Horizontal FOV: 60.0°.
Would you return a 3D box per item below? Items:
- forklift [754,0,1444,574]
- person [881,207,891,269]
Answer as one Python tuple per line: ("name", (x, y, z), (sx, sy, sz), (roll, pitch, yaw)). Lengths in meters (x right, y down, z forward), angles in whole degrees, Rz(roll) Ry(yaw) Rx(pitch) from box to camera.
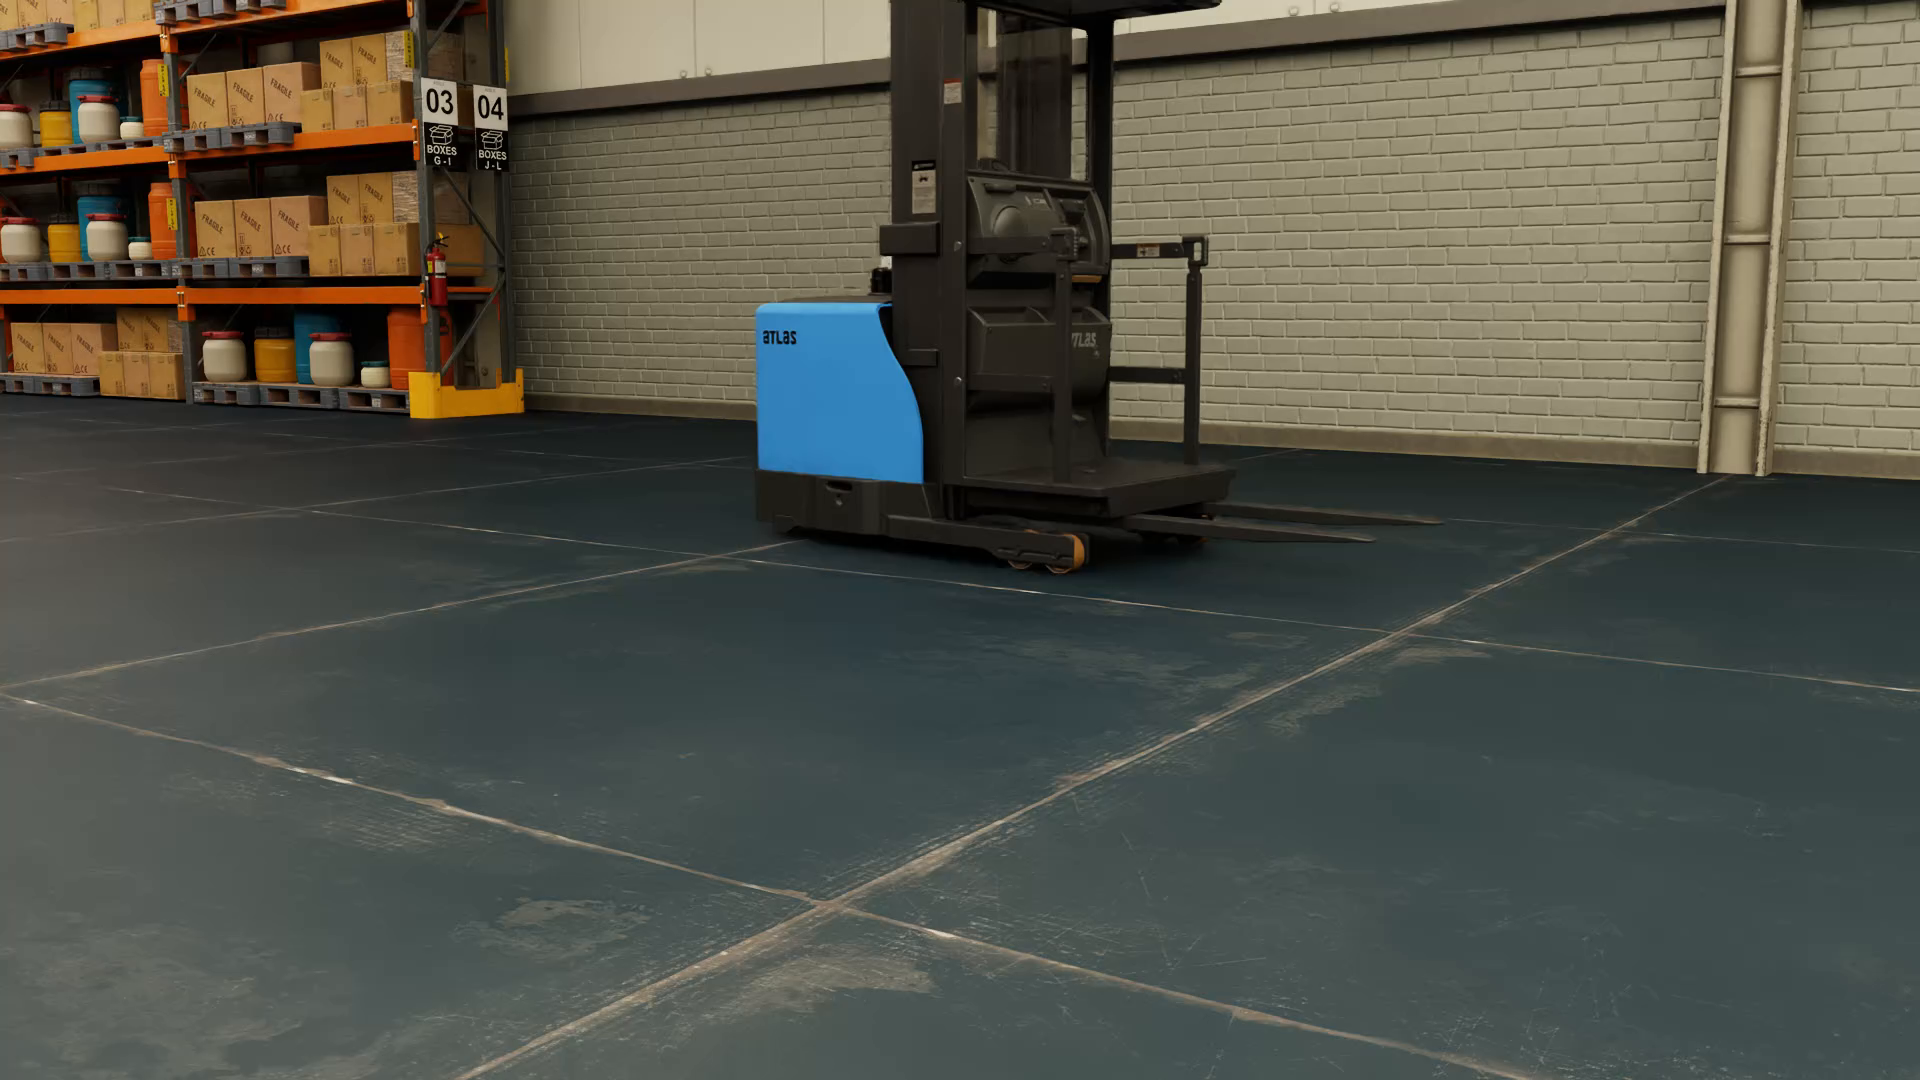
("forklift", (0.509, -1.397, 7.018), (3.031, 2.935, 1.130), (6, 10, 38))
("person", (-0.298, -1.329, 10.675), (0.375, 1.771, 0.585), (-2, 8, -15))
